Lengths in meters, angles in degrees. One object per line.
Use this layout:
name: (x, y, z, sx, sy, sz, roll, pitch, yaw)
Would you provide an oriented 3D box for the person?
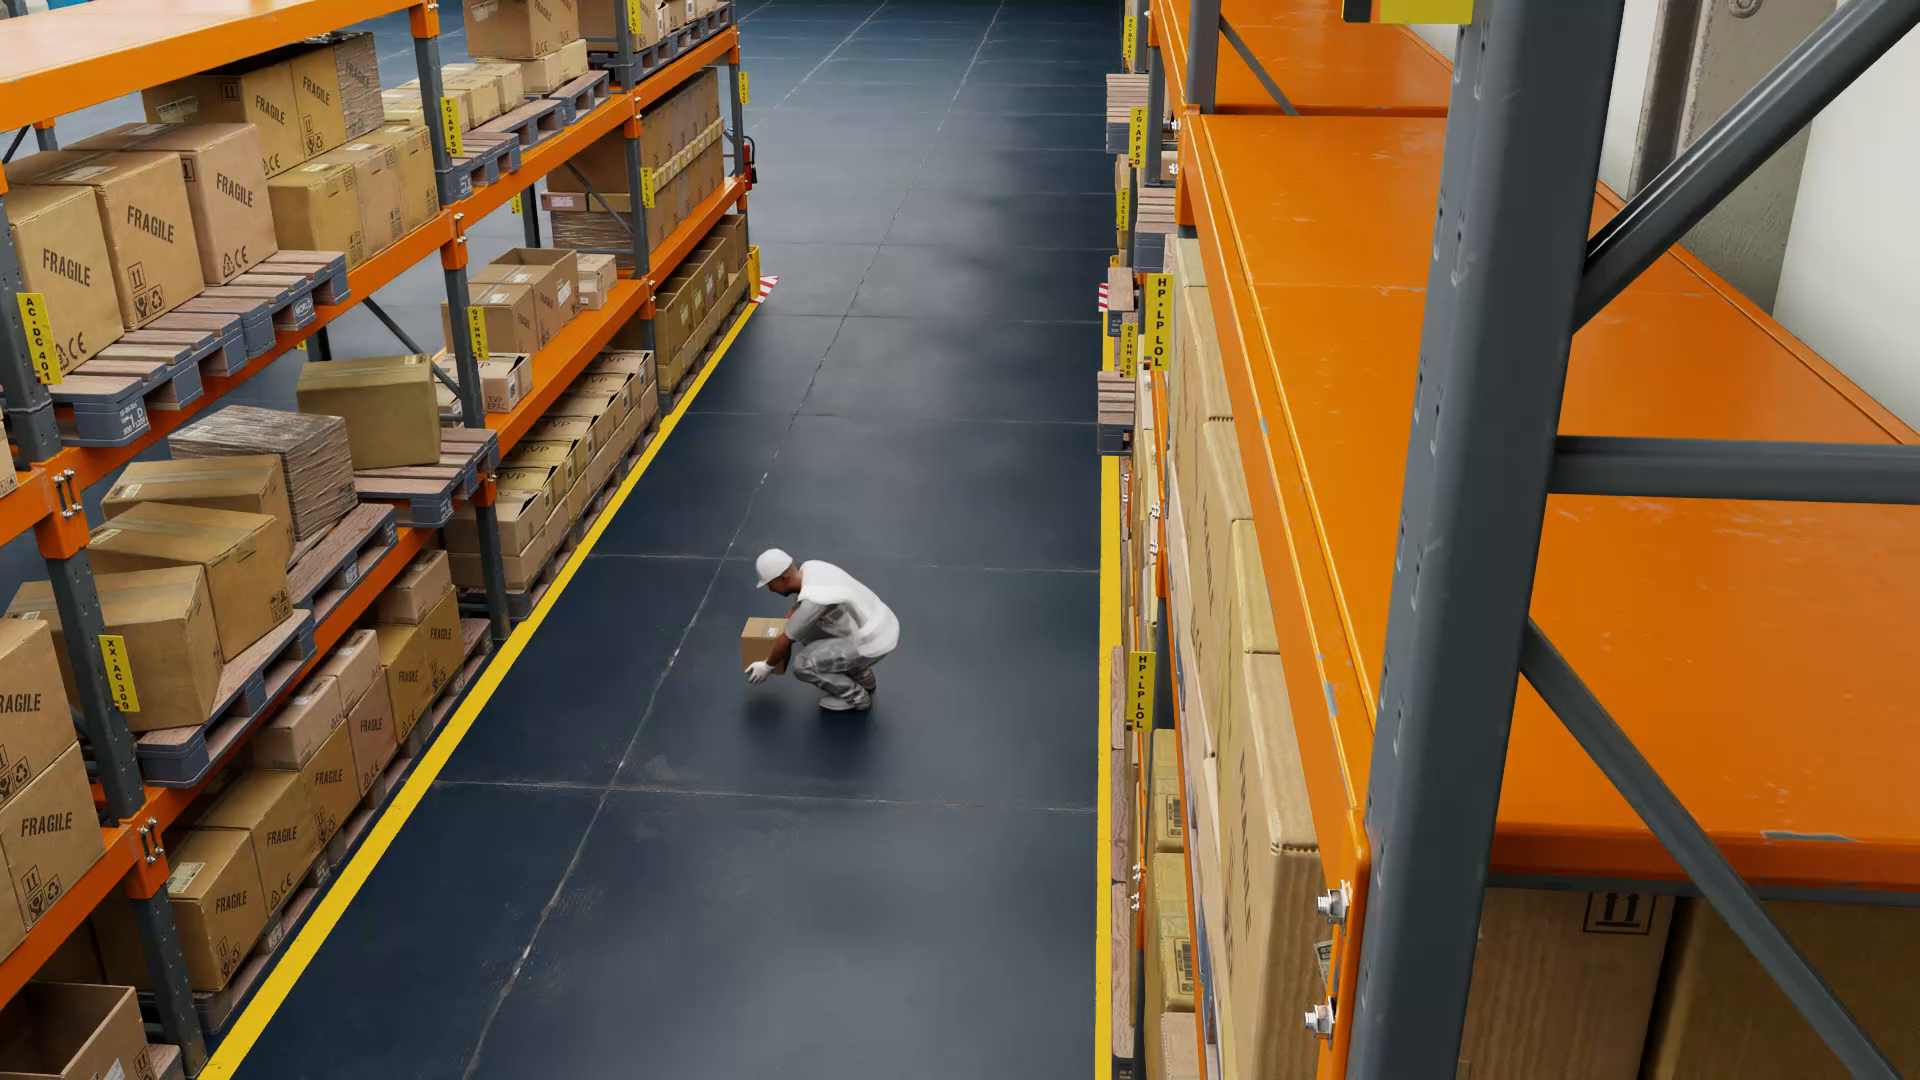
person: (-0.818, 0.502, 9.850, 0.902, 0.992, 0.567, 2, 24, 4)
